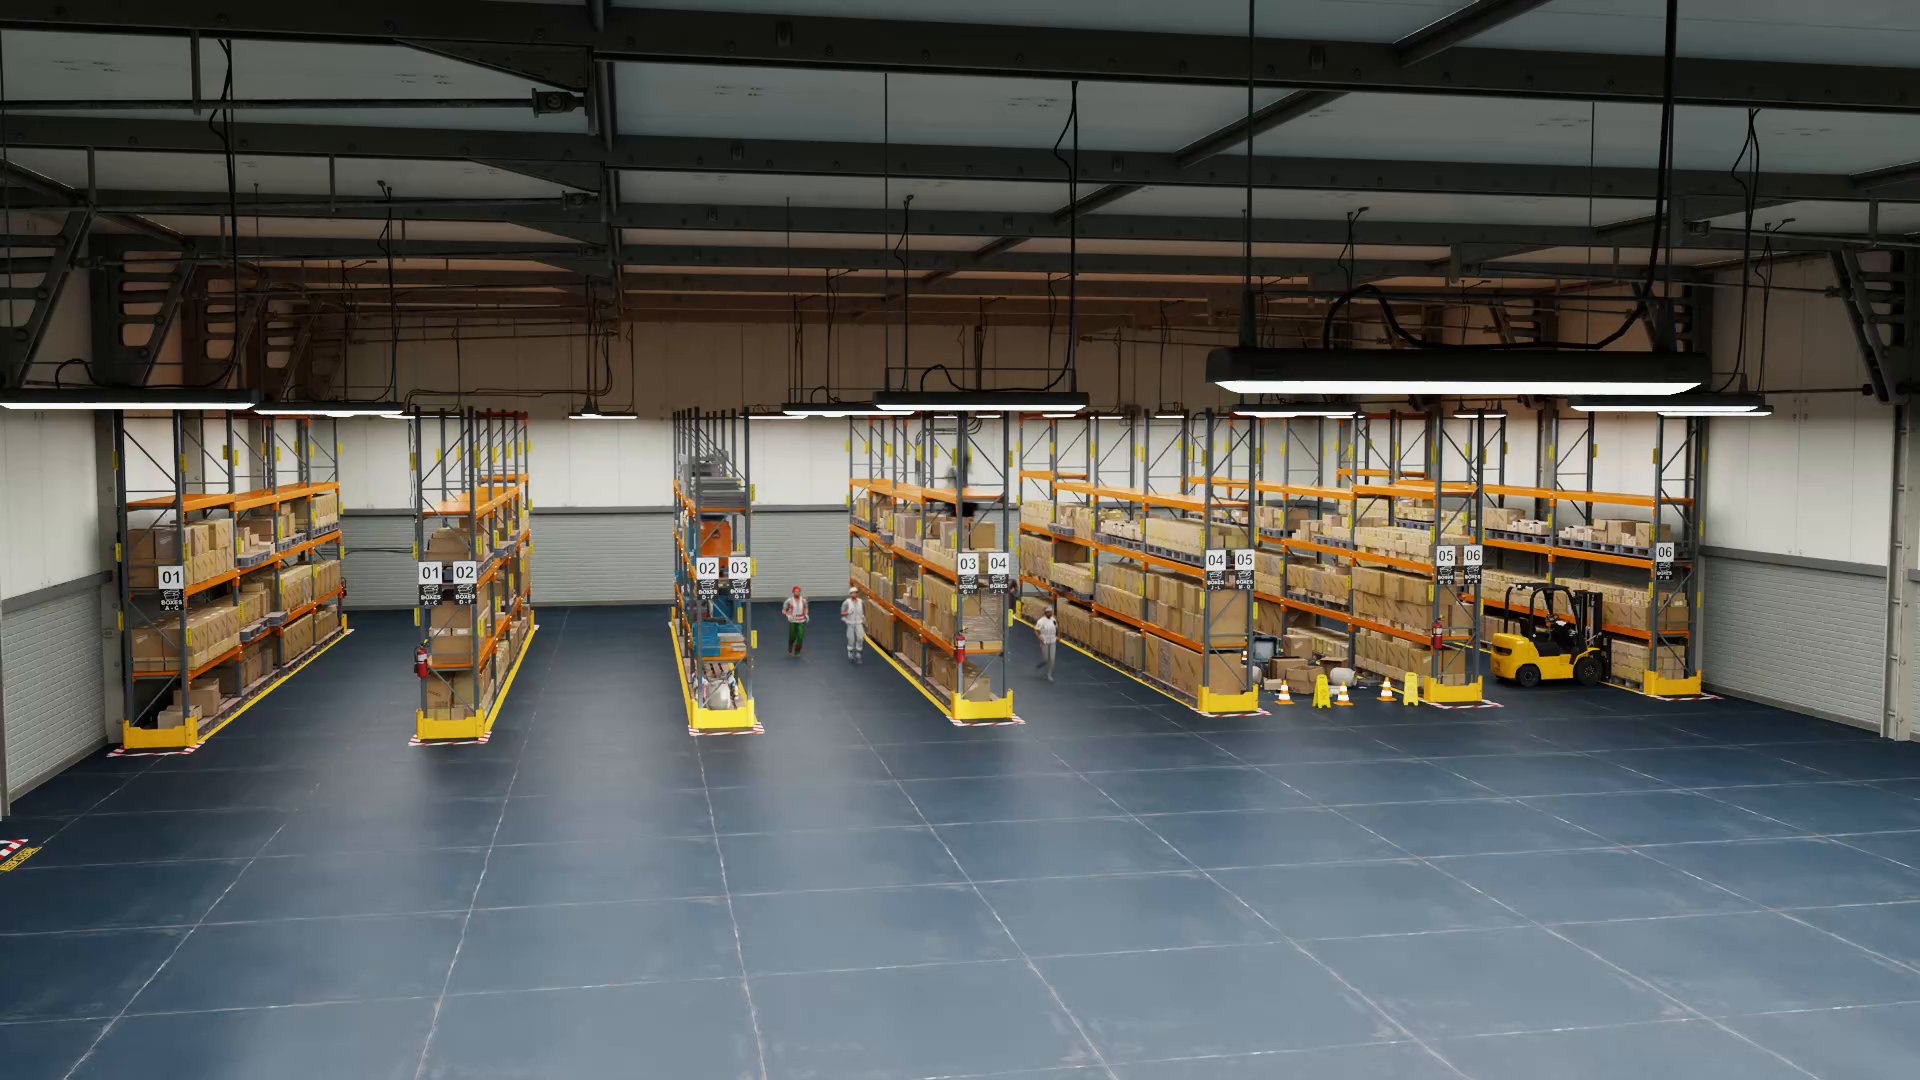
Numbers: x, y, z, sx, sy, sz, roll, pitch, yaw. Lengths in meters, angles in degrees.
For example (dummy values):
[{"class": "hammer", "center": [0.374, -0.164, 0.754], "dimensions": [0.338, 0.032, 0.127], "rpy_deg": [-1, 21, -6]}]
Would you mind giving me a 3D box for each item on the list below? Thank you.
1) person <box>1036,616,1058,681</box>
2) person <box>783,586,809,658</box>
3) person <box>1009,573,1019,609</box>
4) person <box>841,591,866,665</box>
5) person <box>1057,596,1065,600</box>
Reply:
[{"class": "person", "center": [1.934, 2.394, 36.958], "dimensions": [0.557, 1.436, 0.563], "rpy_deg": [-2, 4, -24]}, {"class": "person", "center": [-3.978, 1.982, 40.351], "dimensions": [0.651, 1.742, 0.609], "rpy_deg": [-1, 4, -20]}, {"class": "person", "center": [1.240, 1.697, 44.453], "dimensions": [0.666, 1.847, 0.825], "rpy_deg": [0, 4, -7]}, {"class": "person", "center": [-2.500, 2.055, 39.353], "dimensions": [0.637, 1.790, 0.753], "rpy_deg": [-1, 4, -14]}, {"class": "person", "center": [2.862, 1.369, 49.625], "dimensions": [0.491, 1.544, 0.594], "rpy_deg": [2, 4, 24]}]
